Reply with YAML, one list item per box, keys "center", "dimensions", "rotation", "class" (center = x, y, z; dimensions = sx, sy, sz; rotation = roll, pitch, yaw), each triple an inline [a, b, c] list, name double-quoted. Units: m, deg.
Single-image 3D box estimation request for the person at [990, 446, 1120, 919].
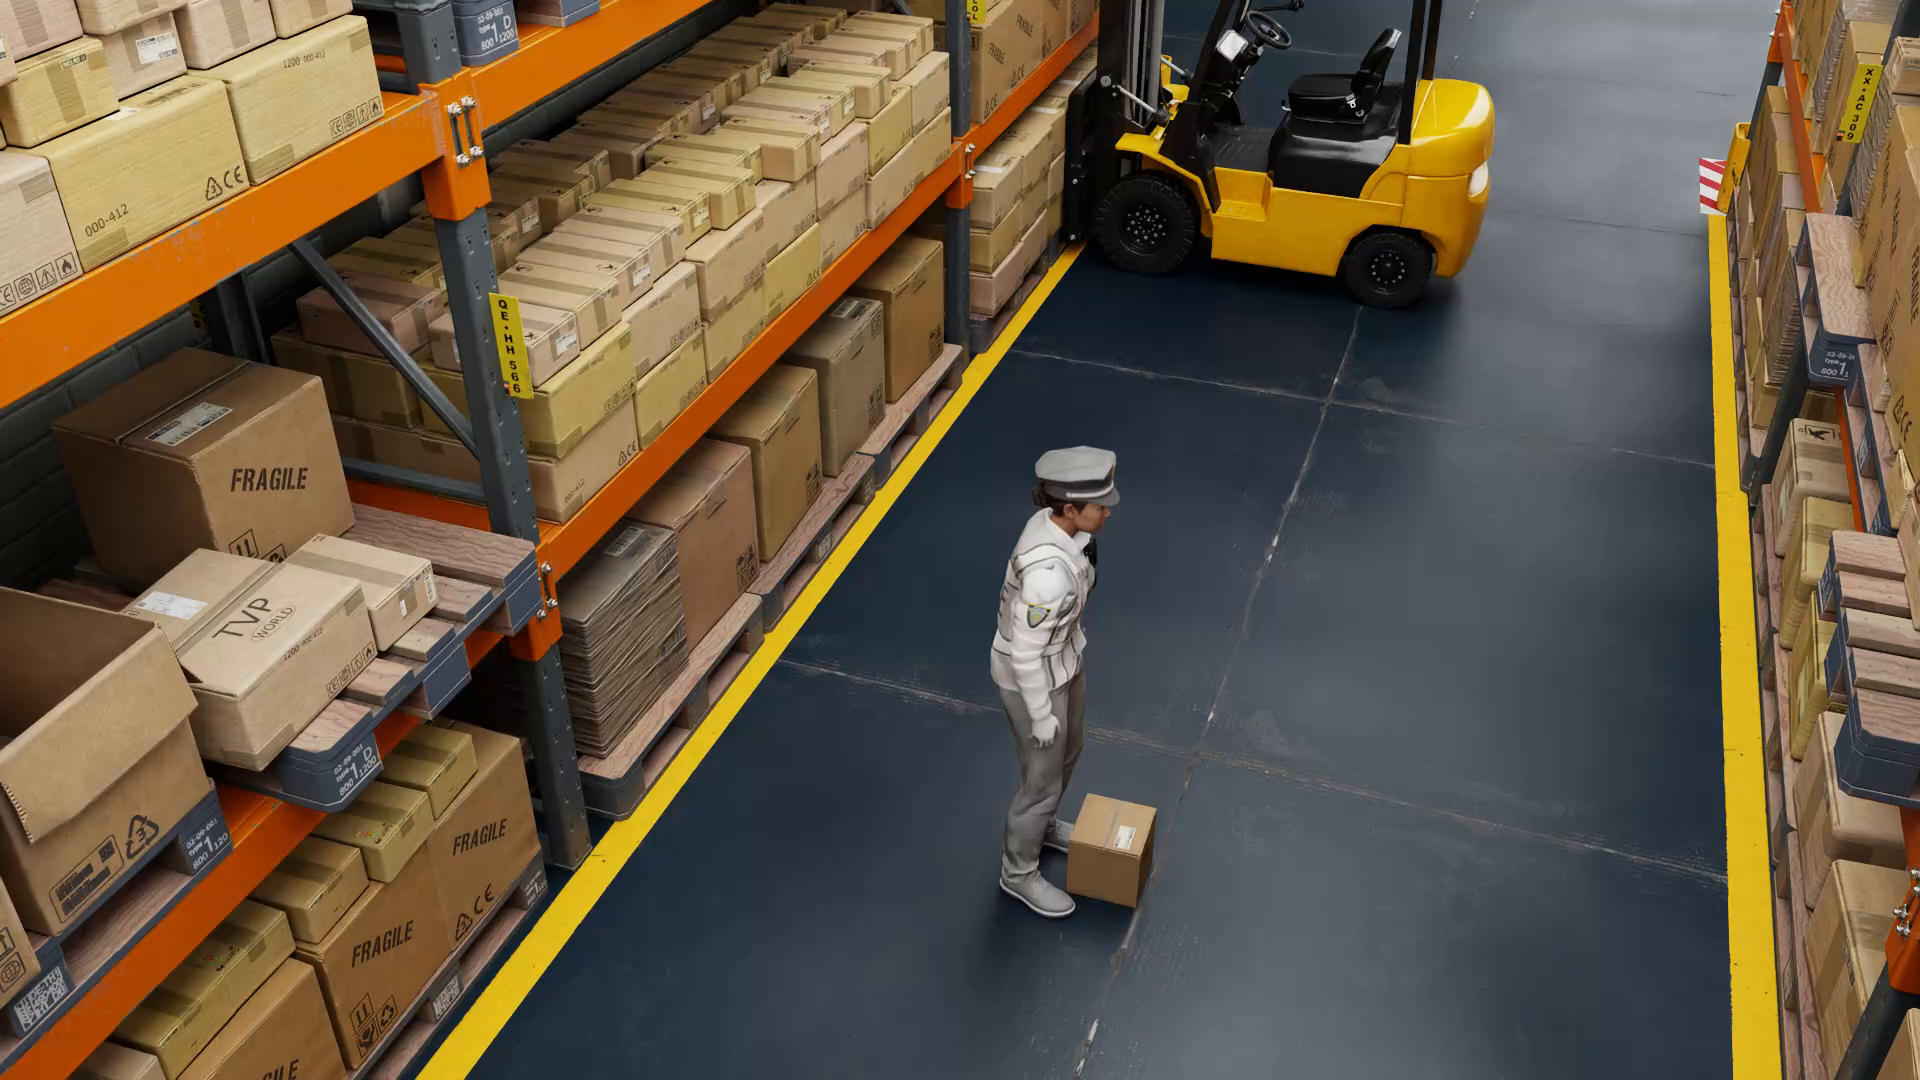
- center: [0.297, 0.447, 5.463]
  dimensions: [0.375, 1.661, 0.541]
  rotation: [9, 35, 14]
  class: "person"
